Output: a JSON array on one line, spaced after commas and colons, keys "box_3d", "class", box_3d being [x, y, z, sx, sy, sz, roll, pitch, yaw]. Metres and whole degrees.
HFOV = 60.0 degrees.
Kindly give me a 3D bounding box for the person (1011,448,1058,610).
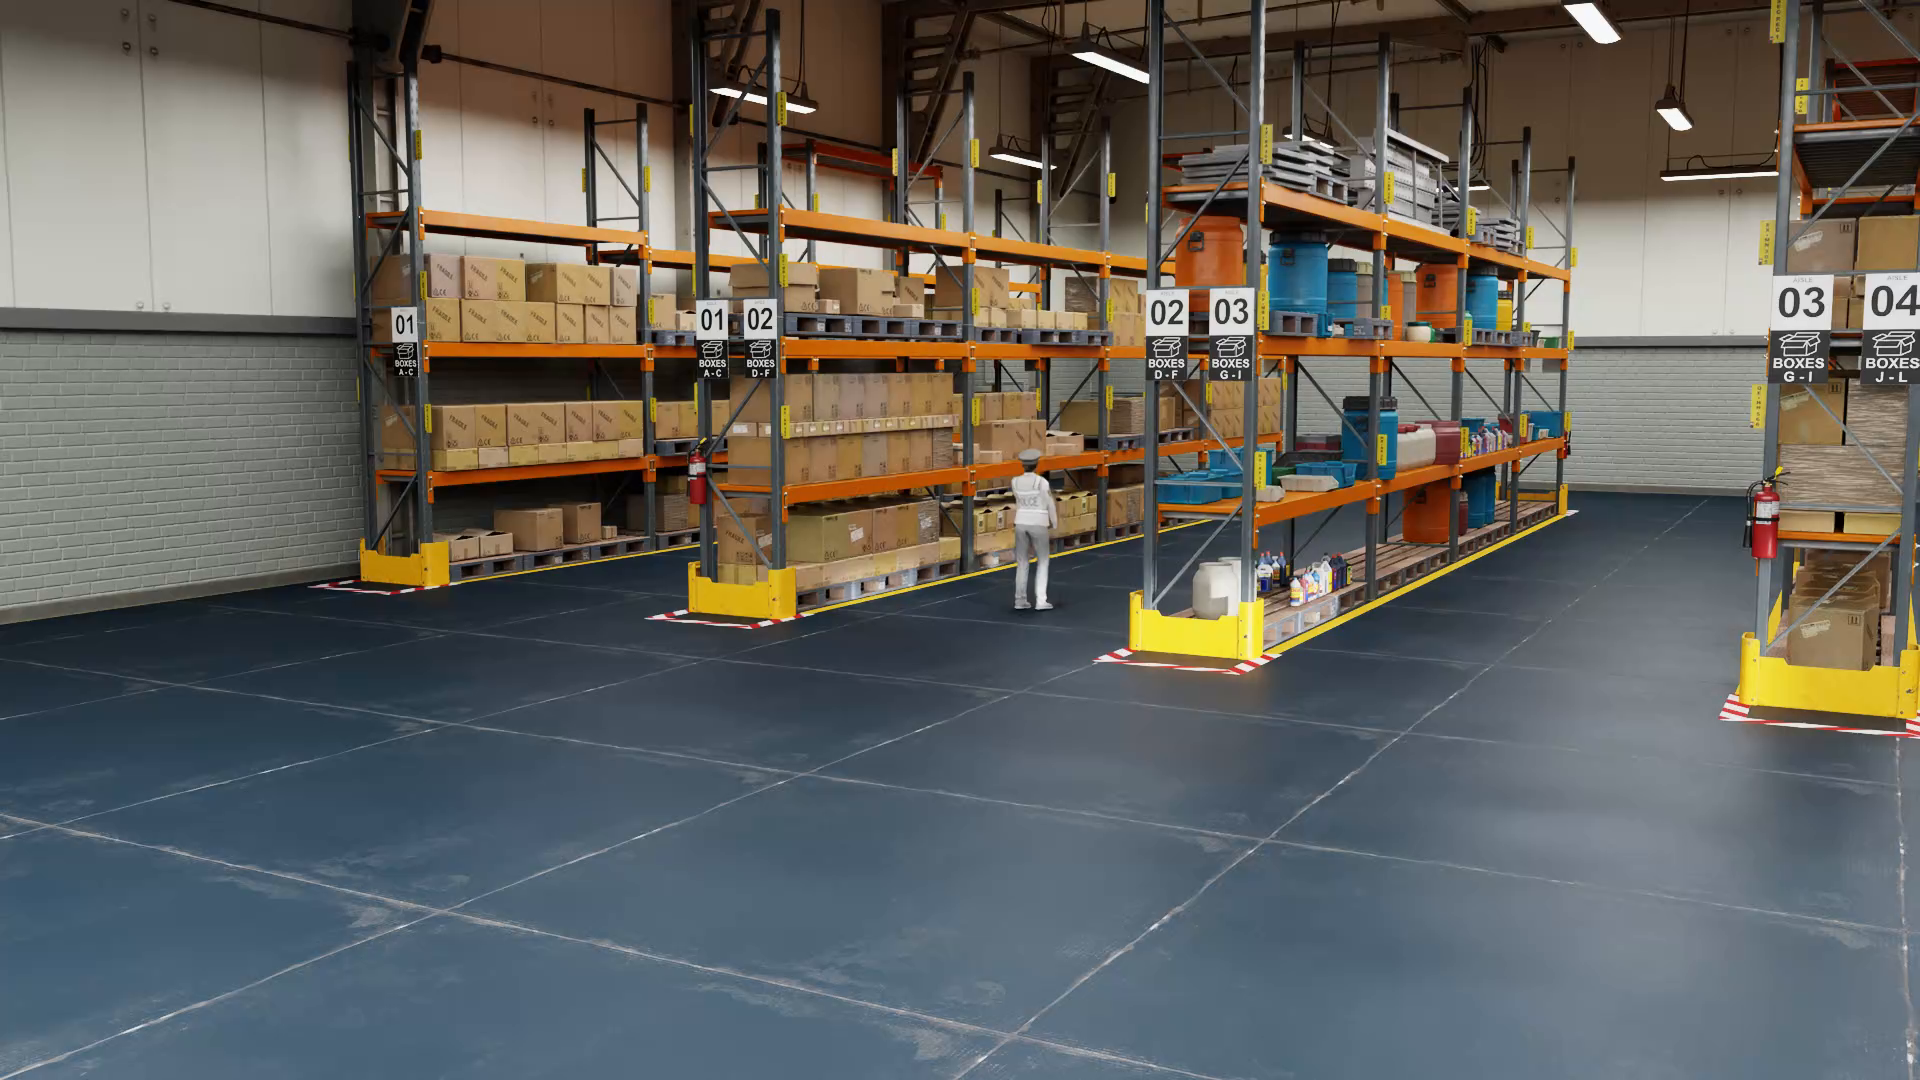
[{"box_3d": [0.782, -0.116, 17.371, 0.416, 1.691, 0.522, 3, 7, 28], "class": "person"}]
